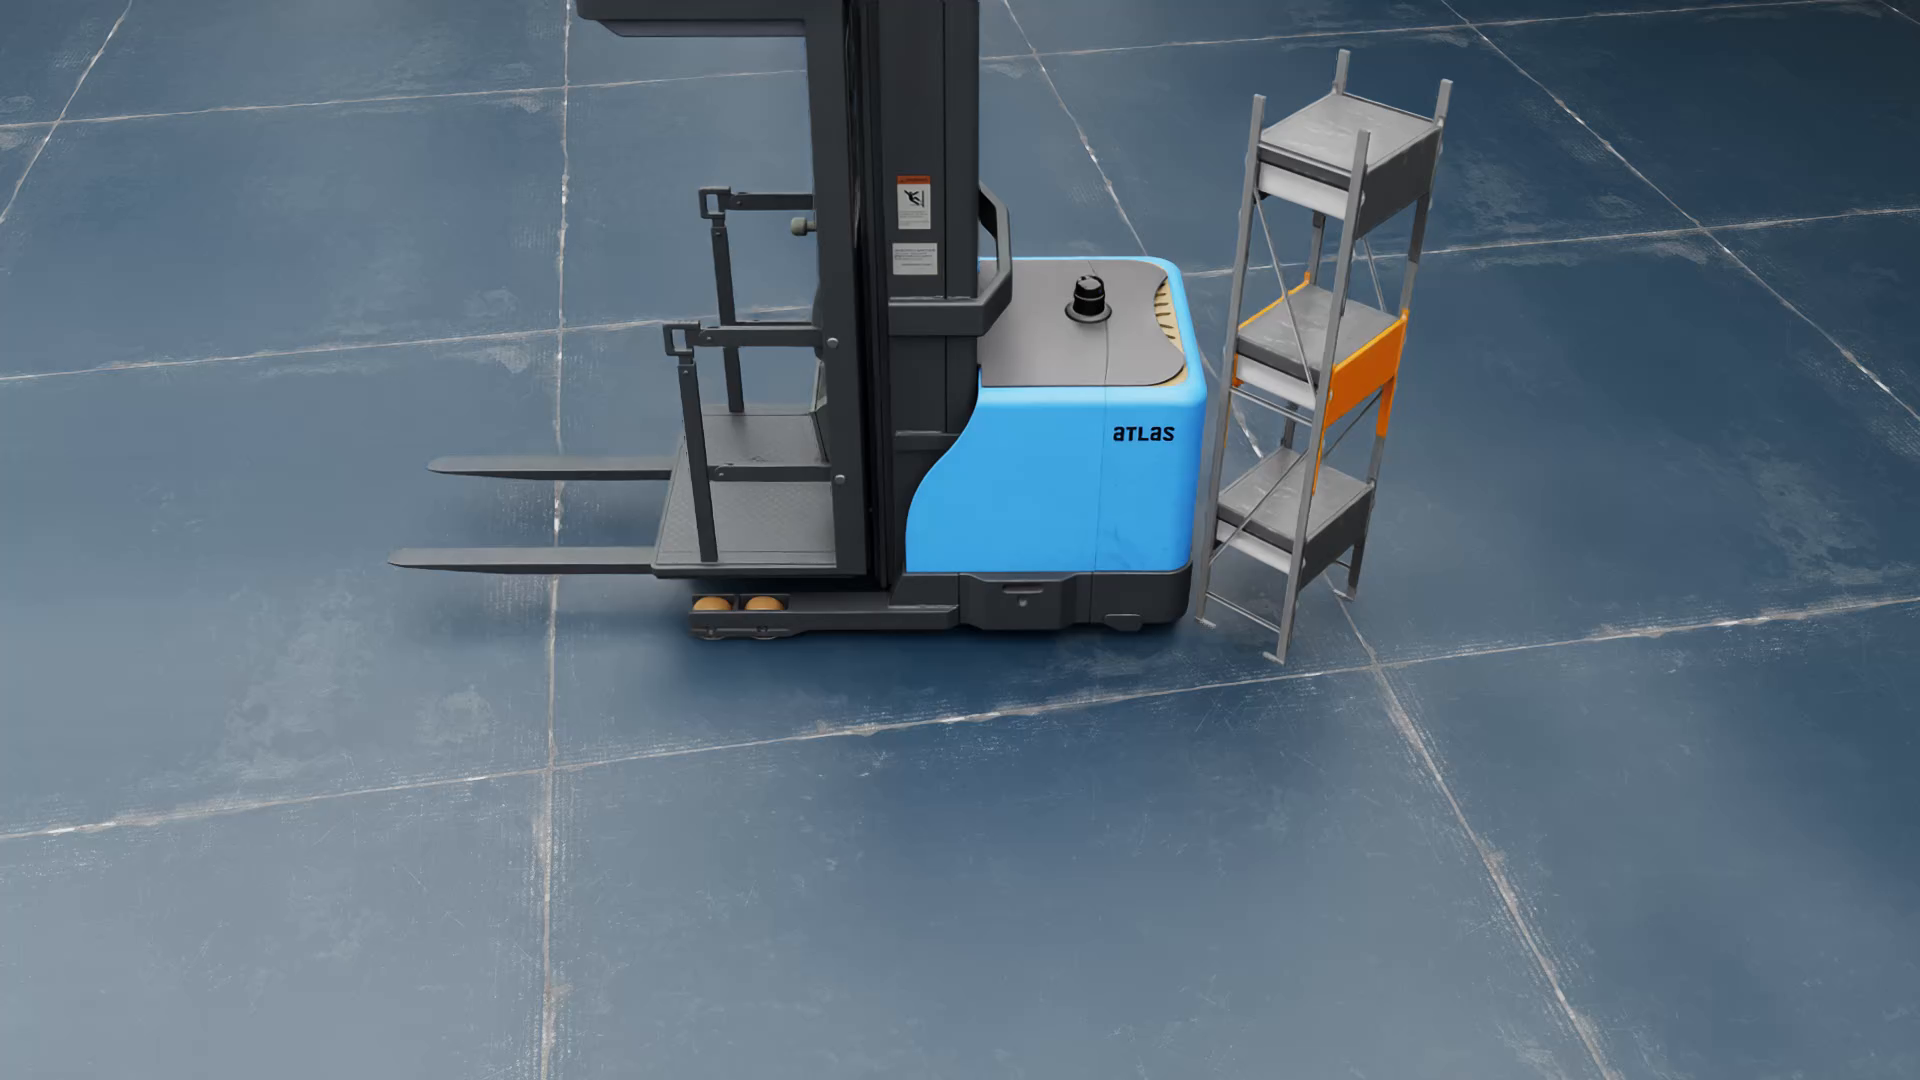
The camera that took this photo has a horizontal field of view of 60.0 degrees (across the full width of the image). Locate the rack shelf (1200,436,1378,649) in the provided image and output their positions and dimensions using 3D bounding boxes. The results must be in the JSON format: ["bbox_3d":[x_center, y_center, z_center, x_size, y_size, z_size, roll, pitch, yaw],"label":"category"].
[{"bbox_3d":[1.213,0.004,6.197,0.431,0.518,0.480,29,46,32],"label":"rack shelf"}]

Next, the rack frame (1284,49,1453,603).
[{"bbox_3d":[1.376,-0.671,5.903,0.400,2.100,0.015,29,46,32],"label":"rack frame"}]

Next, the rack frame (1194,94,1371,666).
[{"bbox_3d":[1.050,-0.448,5.616,0.400,2.100,0.015,29,46,32],"label":"rack frame"}]

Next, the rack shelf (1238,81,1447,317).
[{"bbox_3d":[1.213,-1.102,5.338,0.431,0.518,0.480,29,46,32],"label":"rack shelf"}]

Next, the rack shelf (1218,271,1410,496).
[{"bbox_3d":[1.213,-0.549,5.768,0.431,0.518,0.480,29,46,32],"label":"rack shelf"}]

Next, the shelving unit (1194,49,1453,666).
[{"bbox_3d":[1.213,-0.560,5.759,0.431,2.100,0.503,29,46,32],"label":"shelving unit"}]

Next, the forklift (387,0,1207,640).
[{"bbox_3d":[-0.653,-1.106,5.785,3.031,2.935,1.130,0,38,0],"label":"forklift"}]
